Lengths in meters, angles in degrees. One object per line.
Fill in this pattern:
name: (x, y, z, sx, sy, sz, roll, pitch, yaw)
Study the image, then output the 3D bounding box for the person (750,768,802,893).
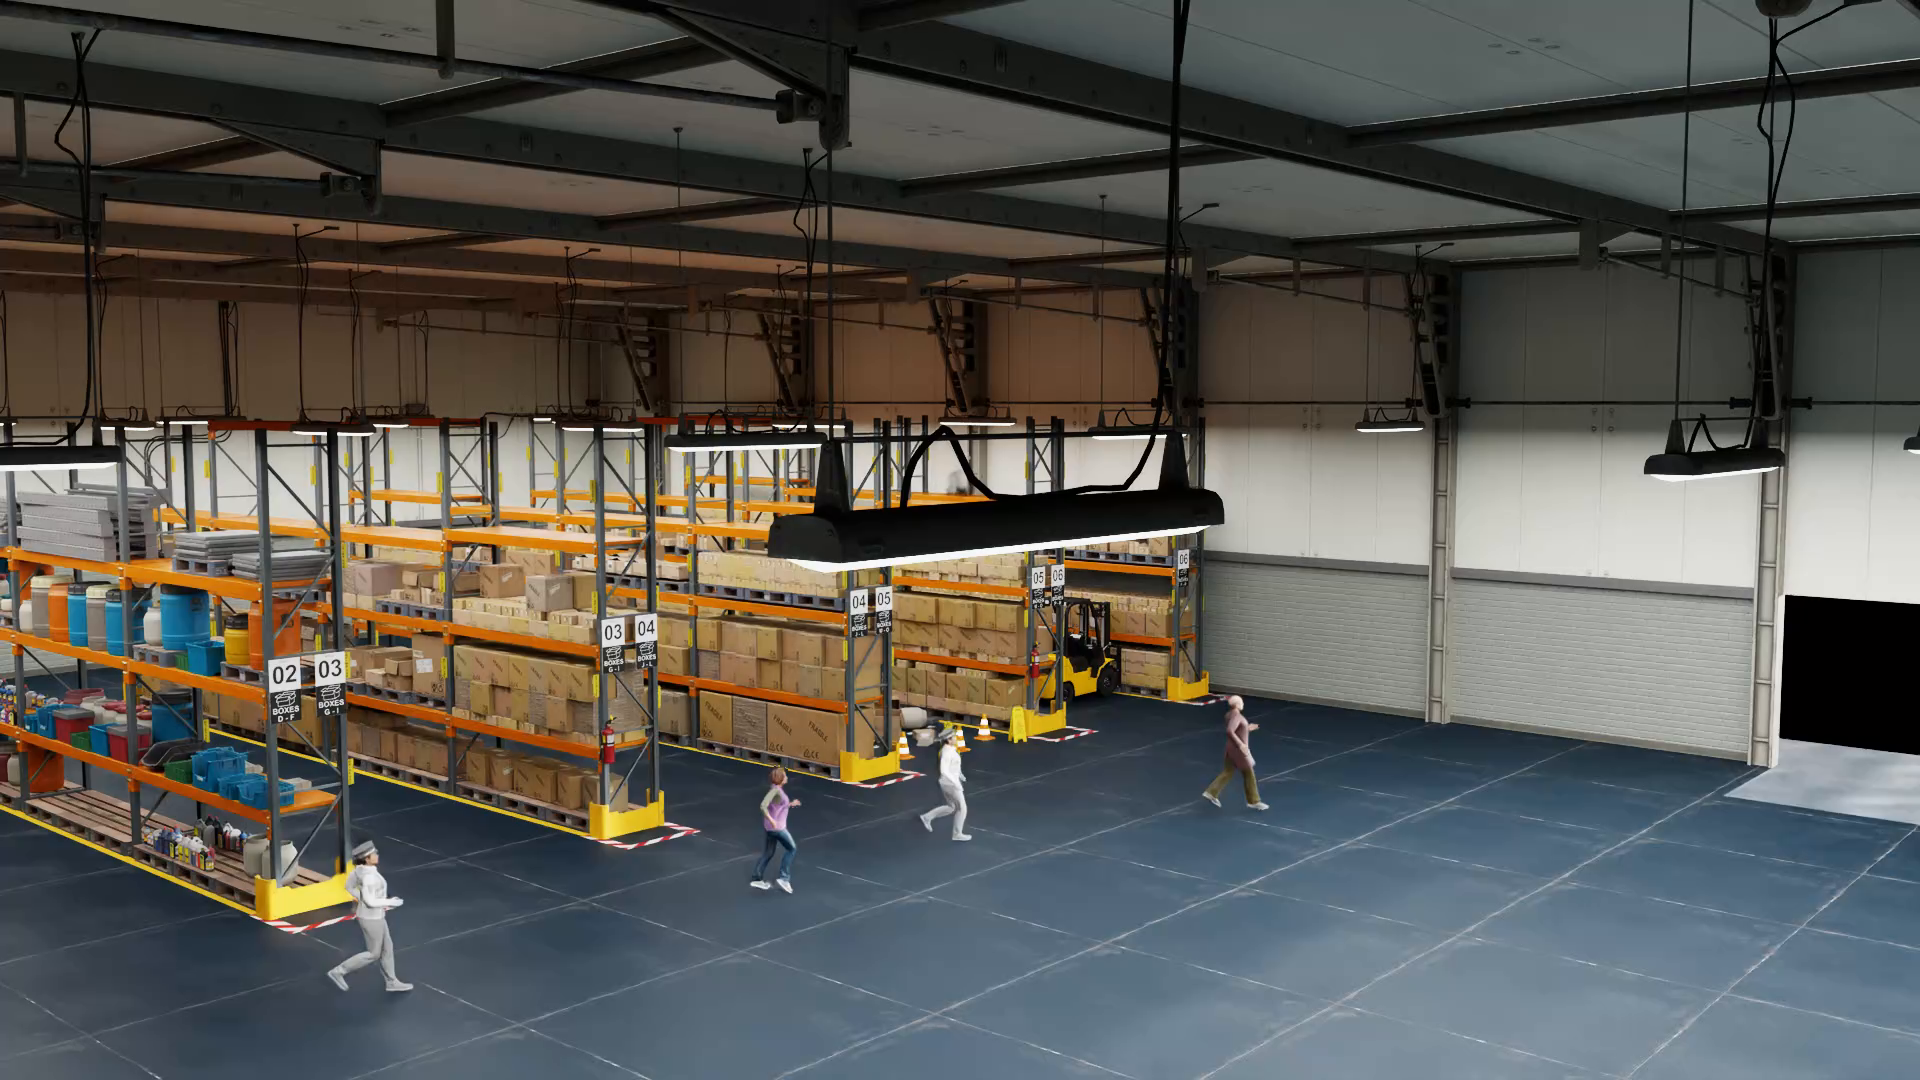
person: (-2.382, 3.770, 21.509, 0.701, 1.476, 0.506, -1, 5, -17)

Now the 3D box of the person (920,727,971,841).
person: (-0.181, 3.508, 23.940, 0.697, 1.653, 0.655, 0, 5, -5)

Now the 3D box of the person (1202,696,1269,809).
person: (4.269, 3.281, 25.657, 1.043, 1.775, 0.697, -1, 5, -14)

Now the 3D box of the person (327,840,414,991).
person: (-6.282, 4.019, 17.663, 0.870, 1.681, 0.616, -2, 5, -27)
